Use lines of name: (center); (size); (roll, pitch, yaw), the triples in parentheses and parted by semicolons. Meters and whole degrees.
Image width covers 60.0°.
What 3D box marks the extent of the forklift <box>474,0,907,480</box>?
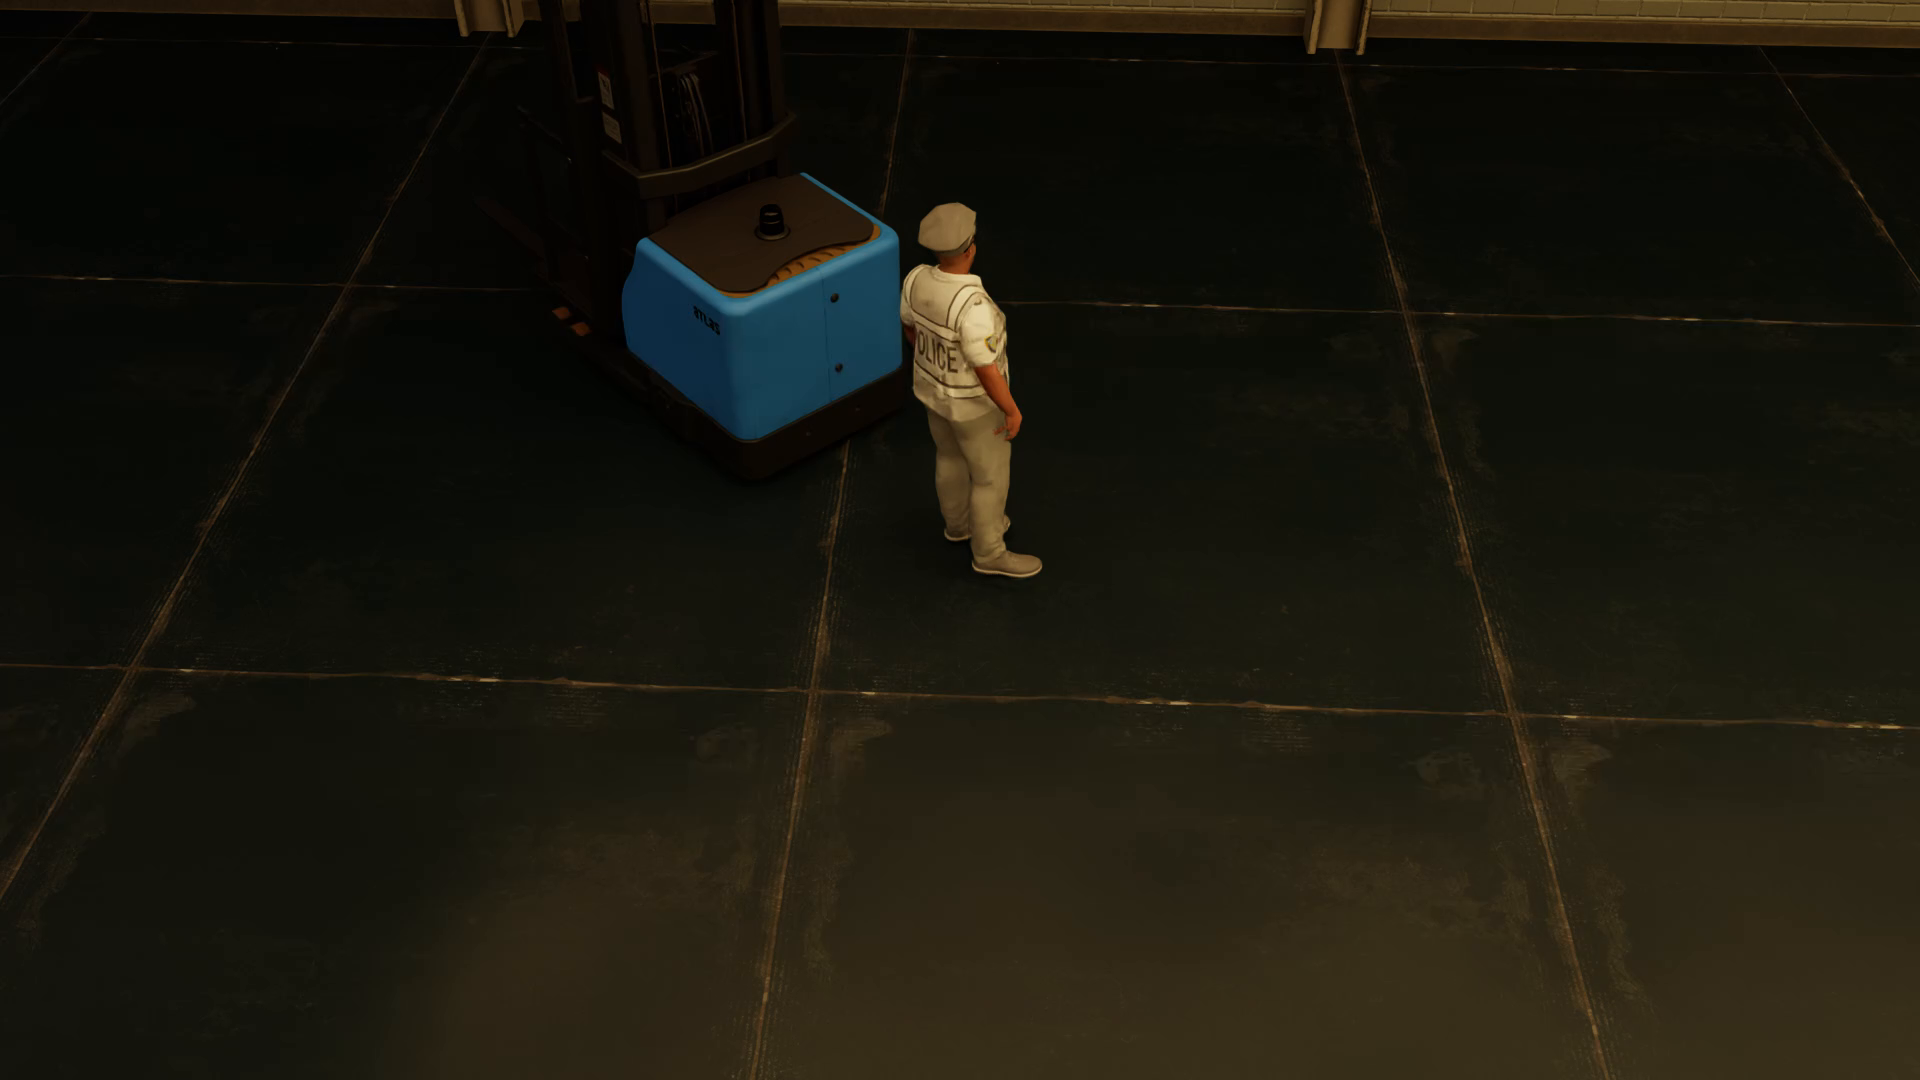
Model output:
forklift: (-1.617, -2.295, 8.257); (1.130, 2.935, 3.031); (-30, 50, -29)

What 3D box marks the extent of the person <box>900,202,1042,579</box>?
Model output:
person: (0.057, -0.650, 7.313); (0.428, 1.781, 0.748); (-31, 51, -30)
